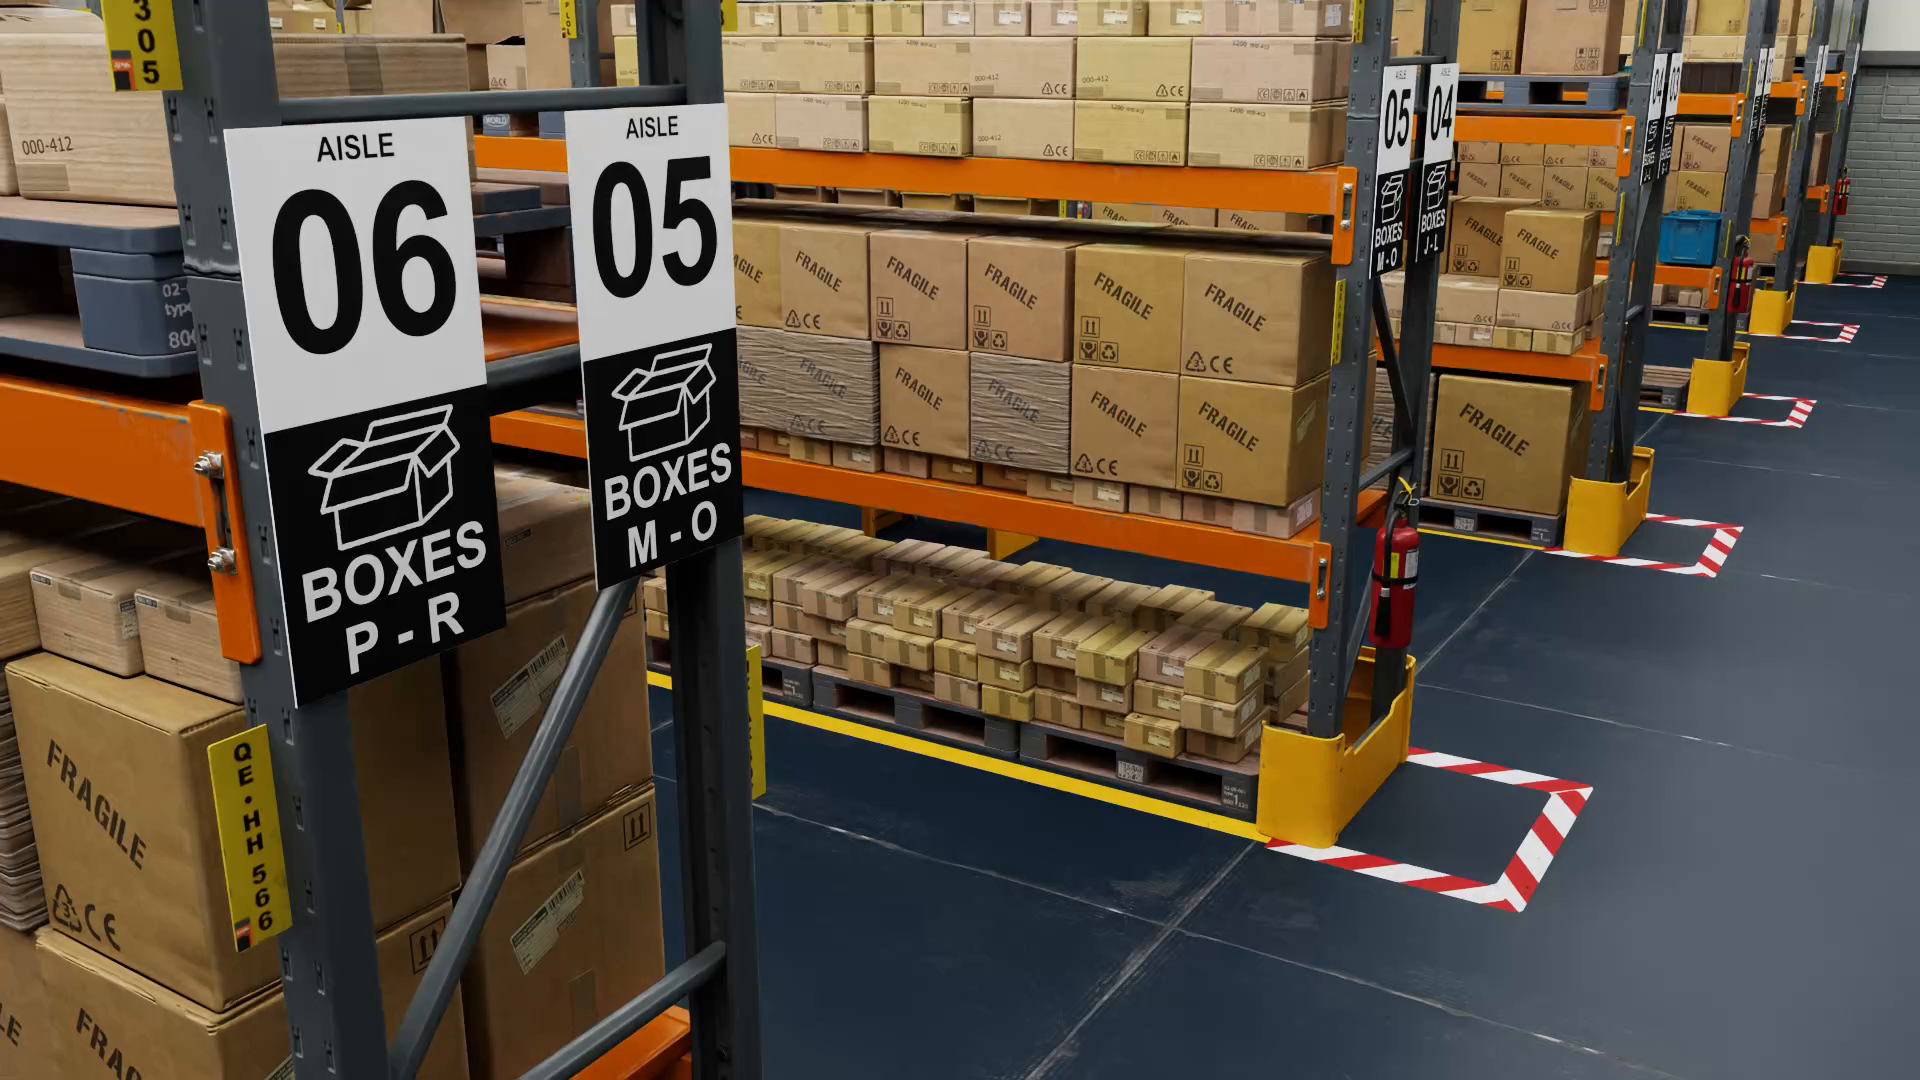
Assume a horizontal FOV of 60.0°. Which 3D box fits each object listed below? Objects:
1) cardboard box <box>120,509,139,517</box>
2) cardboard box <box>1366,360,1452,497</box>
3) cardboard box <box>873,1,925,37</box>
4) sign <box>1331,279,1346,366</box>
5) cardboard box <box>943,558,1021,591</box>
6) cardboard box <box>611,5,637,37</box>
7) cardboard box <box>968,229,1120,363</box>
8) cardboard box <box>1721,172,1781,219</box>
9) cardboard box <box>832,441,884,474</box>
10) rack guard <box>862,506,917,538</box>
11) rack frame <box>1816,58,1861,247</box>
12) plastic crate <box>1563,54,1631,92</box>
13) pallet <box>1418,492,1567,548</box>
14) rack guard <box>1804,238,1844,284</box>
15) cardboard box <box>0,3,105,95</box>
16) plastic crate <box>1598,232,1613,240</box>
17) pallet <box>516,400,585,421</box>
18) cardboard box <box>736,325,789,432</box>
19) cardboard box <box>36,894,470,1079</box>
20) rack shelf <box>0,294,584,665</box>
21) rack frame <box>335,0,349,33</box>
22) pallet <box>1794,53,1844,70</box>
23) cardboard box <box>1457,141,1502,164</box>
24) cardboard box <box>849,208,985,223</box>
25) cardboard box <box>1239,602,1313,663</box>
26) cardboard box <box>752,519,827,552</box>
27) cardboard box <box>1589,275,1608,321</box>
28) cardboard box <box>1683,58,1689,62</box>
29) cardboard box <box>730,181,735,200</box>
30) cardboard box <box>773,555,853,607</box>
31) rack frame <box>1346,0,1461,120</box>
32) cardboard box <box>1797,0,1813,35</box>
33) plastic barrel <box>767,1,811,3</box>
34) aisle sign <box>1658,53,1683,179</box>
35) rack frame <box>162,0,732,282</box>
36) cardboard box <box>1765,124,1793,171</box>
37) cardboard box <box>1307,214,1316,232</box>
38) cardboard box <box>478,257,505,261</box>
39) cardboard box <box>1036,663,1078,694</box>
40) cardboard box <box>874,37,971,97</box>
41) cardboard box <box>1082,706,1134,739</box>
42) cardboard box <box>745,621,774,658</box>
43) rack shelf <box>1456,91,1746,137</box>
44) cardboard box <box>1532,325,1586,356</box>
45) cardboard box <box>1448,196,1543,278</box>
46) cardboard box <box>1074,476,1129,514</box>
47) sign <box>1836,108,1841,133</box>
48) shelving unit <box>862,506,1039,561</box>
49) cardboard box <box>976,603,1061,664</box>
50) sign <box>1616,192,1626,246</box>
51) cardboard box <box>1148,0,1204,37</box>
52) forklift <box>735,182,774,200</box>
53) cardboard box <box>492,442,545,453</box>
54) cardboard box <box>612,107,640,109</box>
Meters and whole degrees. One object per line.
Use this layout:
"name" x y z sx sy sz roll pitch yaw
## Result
"cardboard box" -1.789 -0.146 3.692 0.250 0.149 0.380 10 20 31
"cardboard box" 3.099 -0.889 12.079 0.875 0.875 0.875 10 20 30
"cardboard box" -0.183 -2.325 7.424 0.250 0.149 0.380 9 19 28
"sign" 1.472 -0.846 6.470 0.005 0.325 0.100 10 20 30
"cardboard box" 0.115 0.230 8.623 0.250 0.149 0.380 10 20 30
"cardboard box" -1.507 -2.573 8.242 0.250 0.149 0.380 10 19 29
"cardboard box" 0.380 -1.106 7.457 0.500 0.500 0.500 11 20 33
"cardboard box" 9.125 -3.990 19.183 0.500 0.500 0.500 11 20 32
"cardboard box" -0.411 -0.451 8.138 0.250 0.149 0.380 11 20 32
"rack guard" -0.489 -0.207 11.632 0.087 0.250 0.587 10 20 30
"rack frame" 12.239 -5.169 23.236 0.127 3.000 1.000 10 20 30
"plastic crate" 5.896 -4.421 15.720 0.767 0.338 0.504 10 20 30
"pallet" 3.739 -0.256 11.862 1.213 0.211 1.003 10 20 30
"rack guard" 12.259 -3.969 23.587 0.348 0.500 1.175 10 20 30
"cardboard box" -1.974 -0.915 3.332 0.500 0.311 0.500 11 20 31
"plastic crate" 6.208 -2.909 16.148 0.298 0.136 0.250 10 20 30
"pallet" -2.204 -0.944 9.659 1.213 0.211 1.003 10 20 30
"cardboard box" -0.913 -0.863 8.376 0.500 0.500 0.500 10 20 30
"cardboard box" -1.274 0.910 3.051 0.500 0.500 0.500 10 20 30
"rack shelf" -2.429 -0.429 3.710 4.000 0.370 1.077 10 20 30
"rack frame" -5.764 -6.184 16.257 0.127 3.000 1.000 10 20 30
"pallet" 11.601 -6.672 23.176 1.213 0.211 1.003 10 20 30
"cardboard box" 6.495 -4.935 20.573 0.500 0.500 0.500 11 20 31
"cardboard box" -0.215 -1.389 8.389 0.500 0.500 0.500 11 20 31
"cardboard box" 1.511 0.439 7.933 0.250 0.149 0.380 9 19 28
"cardboard box" -0.951 0.013 9.335 0.250 0.149 0.380 10 20 31
"cardboard box" 4.194 -1.699 11.559 0.500 0.250 0.500 10 19 29
"cardboard box" 8.220 -5.469 19.322 0.500 0.250 0.500 10 20 30
"cardboard box" -1.741 -3.118 14.586 0.637 0.503 0.797 11 20 32
"cardboard box" -0.764 0.215 8.670 0.250 0.149 0.380 10 19 29
"rack frame" 1.780 -3.146 6.255 0.127 3.000 1.000 10 20 30
"cardboard box" 11.472 -7.183 22.781 0.500 0.500 0.500 10 20 30
"plastic barrel" -2.067 -6.092 20.253 0.600 0.901 0.600 0 17 0
"aisle sign" 4.680 -2.796 10.951 0.004 0.787 0.394 10 20 30
"rack frame" -0.725 -1.904 2.168 0.127 3.000 1.000 10 20 30
"cardboard box" 9.409 -4.600 19.472 0.500 0.500 0.500 11 20 32
"cardboard box" 4.676 -4.285 22.581 0.500 0.250 0.500 10 19 29
"cardboard box" -3.058 -1.659 10.370 0.250 0.149 0.380 11 20 32
"cardboard box" 0.562 0.591 7.945 0.250 0.149 0.380 10 19 29
"cardboard box" -0.041 -2.121 7.439 0.500 0.250 0.500 9 19 28
"cardboard box" 0.770 0.784 7.822 0.250 0.149 0.380 10 20 30
"cardboard box" -1.021 0.480 8.823 0.250 0.149 0.380 10 20 30
"rack shelf" 5.350 -4.110 15.828 4.000 0.370 1.077 10 20 30
"cardboard box" 3.986 -1.341 11.066 0.250 0.149 0.380 11 20 31
"cardboard box" 3.768 -2.134 11.700 0.500 0.500 0.500 10 19 29
"cardboard box" 0.711 -0.249 7.473 0.250 0.149 0.380 11 20 32
"sign" 11.943 -5.704 22.598 0.005 0.325 0.100 10 20 30
"shelving unit" -0.065 -0.729 11.201 1.083 1.500 0.587 10 20 30
"cardboard box" 0.279 0.443 7.921 0.250 0.149 0.380 11 20 32
"sign" 4.166 -2.023 10.482 0.005 0.325 0.100 10 20 30
"cardboard box" 0.965 -2.147 6.840 0.250 0.149 0.380 9 19 28
"forklift" -2.225 -2.152 13.422 1.130 2.935 3.031 -14 22 -39
"cardboard box" -2.575 -0.506 10.173 0.500 0.250 0.500 11 20 32
"cardboard box" -1.372 -2.111 8.268 0.500 0.250 0.500 11 20 33
